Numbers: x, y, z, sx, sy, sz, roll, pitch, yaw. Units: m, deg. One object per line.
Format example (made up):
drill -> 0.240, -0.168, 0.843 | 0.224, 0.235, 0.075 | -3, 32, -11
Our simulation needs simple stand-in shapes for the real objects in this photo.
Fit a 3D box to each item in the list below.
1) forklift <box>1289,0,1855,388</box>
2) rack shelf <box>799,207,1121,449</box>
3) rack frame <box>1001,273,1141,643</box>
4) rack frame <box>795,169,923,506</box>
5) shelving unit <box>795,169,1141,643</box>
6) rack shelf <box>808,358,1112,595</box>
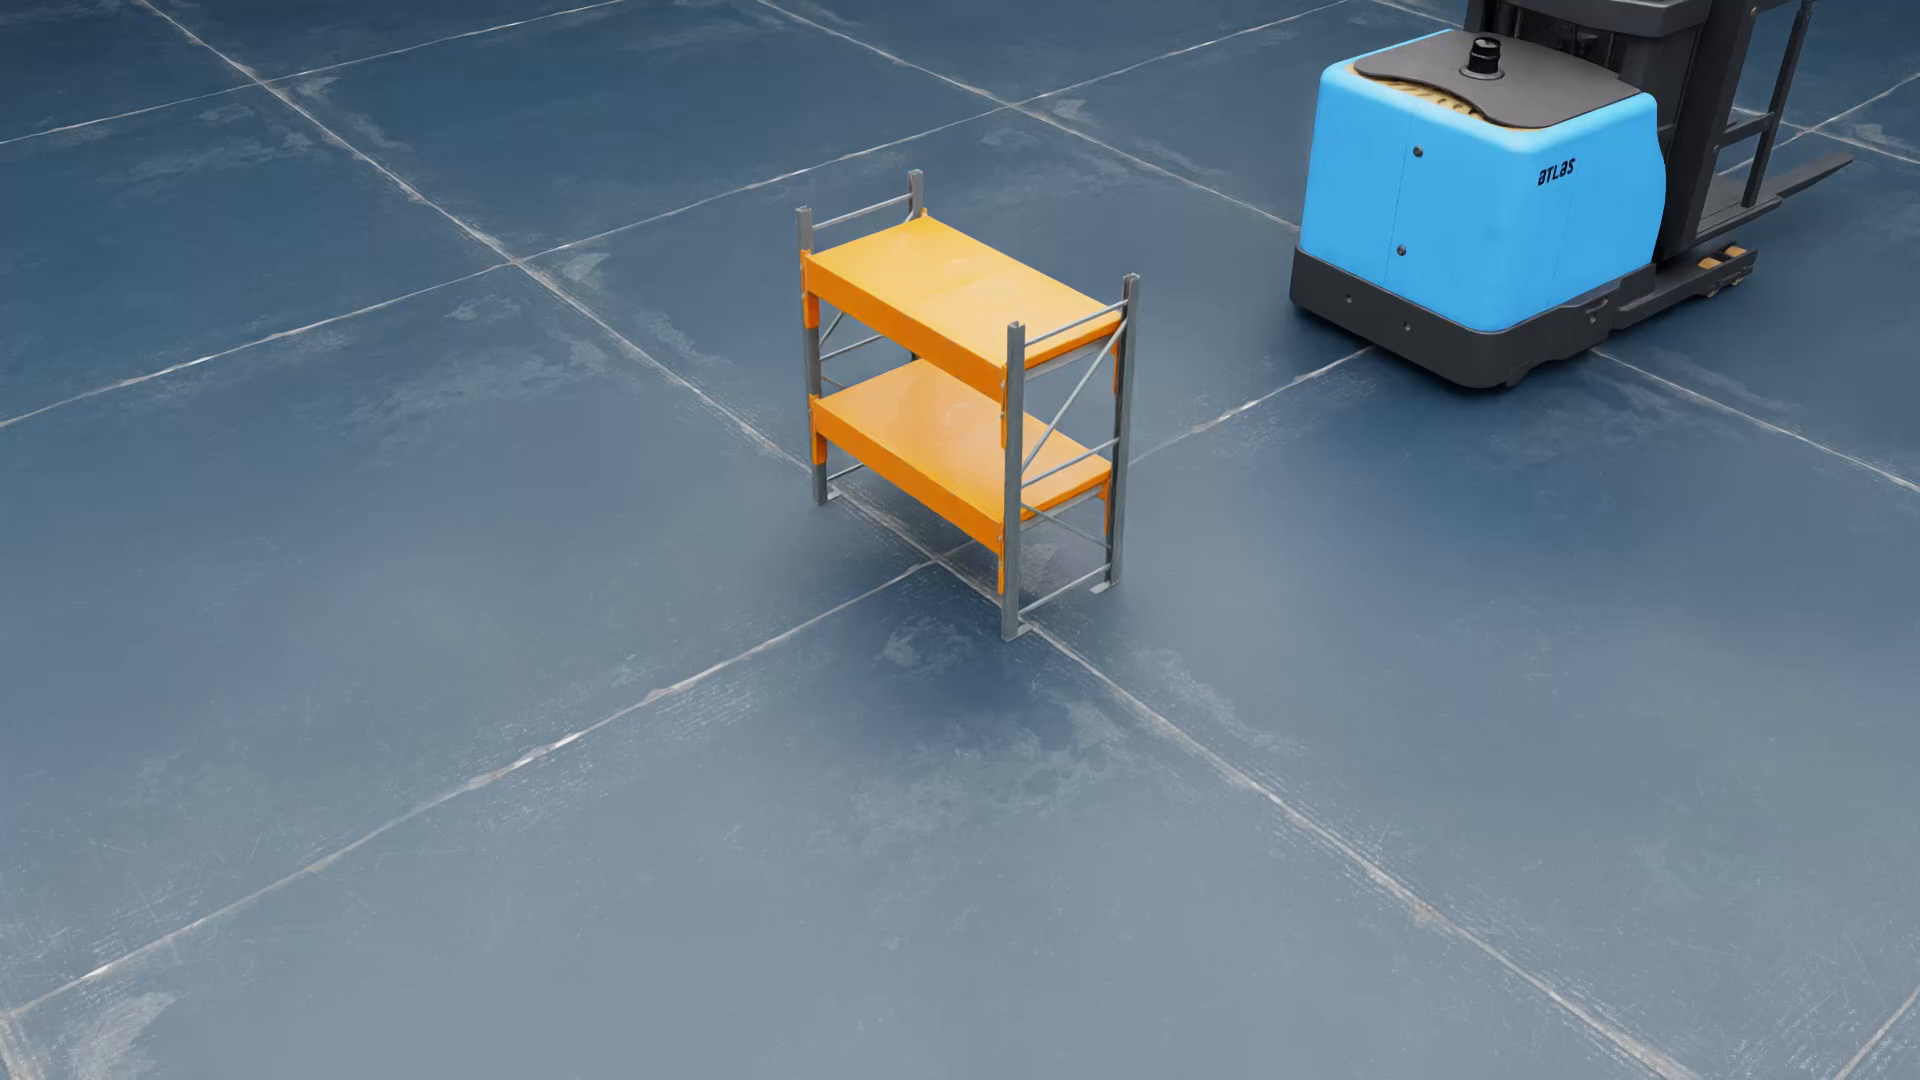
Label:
forklift -> 2.880, -2.473, 6.706 | 3.031, 2.935, 1.130 | -24, 42, -30
rack shelf -> 0.004, -0.695, 5.252 | 0.538, 0.278, 1.000 | -26, 43, -32
rack frame -> 0.332, -0.232, 5.104 | 0.500, 1.125, 0.032 | -26, 43, -32
rack frame -> -0.324, -0.680, 5.738 | 0.500, 1.125, 0.032 | -26, 43, -32
shelving unit -> 0.004, -0.456, 5.421 | 0.538, 1.125, 1.048 | -26, 43, -32
rack shelf -> 0.004, -0.257, 5.562 | 0.538, 0.278, 1.000 | -26, 43, -32
